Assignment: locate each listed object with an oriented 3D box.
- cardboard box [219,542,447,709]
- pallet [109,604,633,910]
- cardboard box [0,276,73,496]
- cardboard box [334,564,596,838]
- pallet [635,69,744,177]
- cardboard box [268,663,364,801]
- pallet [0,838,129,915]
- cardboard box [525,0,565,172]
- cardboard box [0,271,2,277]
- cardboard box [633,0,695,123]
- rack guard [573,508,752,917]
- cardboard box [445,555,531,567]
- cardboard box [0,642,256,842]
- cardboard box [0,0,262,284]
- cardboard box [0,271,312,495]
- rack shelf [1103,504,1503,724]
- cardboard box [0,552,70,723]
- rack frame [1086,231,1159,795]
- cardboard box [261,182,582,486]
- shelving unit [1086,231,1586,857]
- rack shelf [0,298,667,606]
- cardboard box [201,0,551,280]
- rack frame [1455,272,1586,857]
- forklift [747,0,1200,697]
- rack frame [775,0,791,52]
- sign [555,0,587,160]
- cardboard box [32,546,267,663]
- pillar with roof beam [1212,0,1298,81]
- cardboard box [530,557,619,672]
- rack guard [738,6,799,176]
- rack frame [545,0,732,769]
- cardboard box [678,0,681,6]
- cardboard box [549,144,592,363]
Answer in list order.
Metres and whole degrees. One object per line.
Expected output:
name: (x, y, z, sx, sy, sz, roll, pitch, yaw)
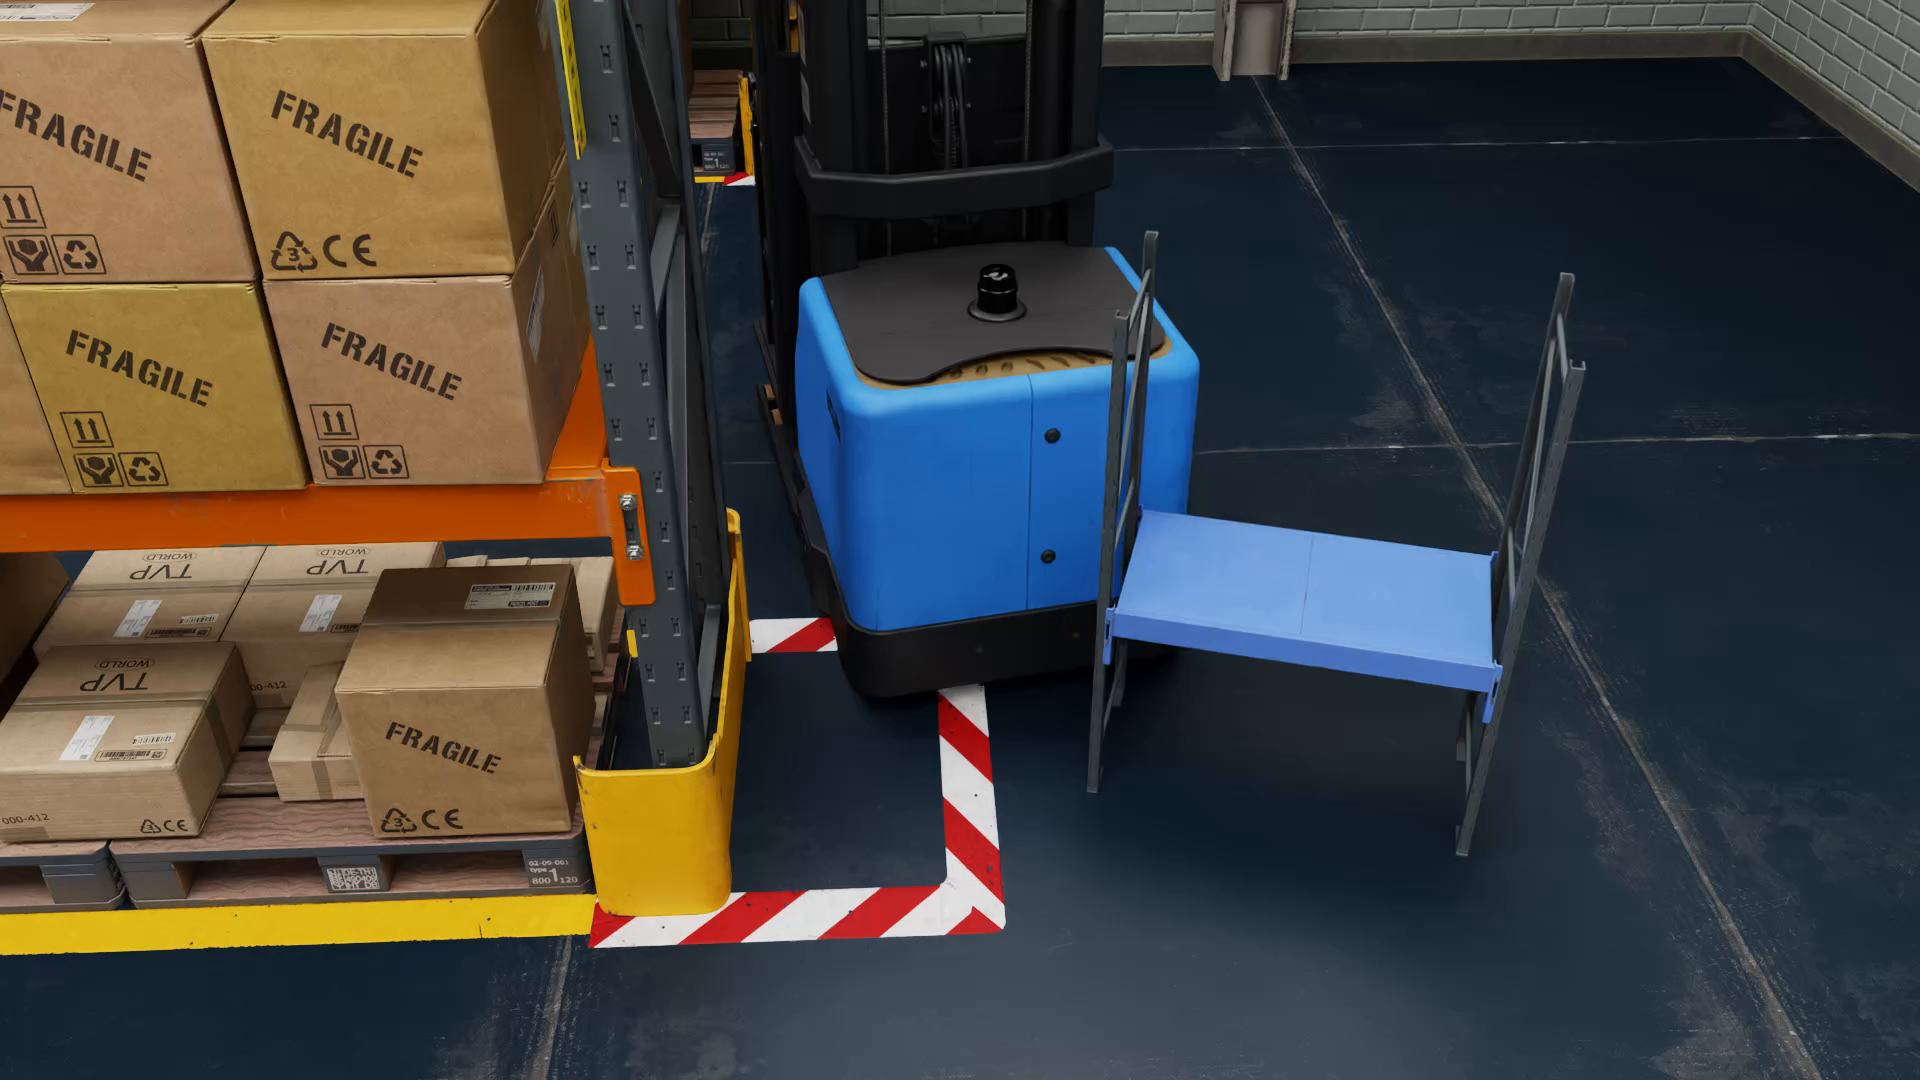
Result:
cardboard box: (-1.785, 0.228, 4.815, 0.500, 0.250, 0.500, -2, 35, -2)
pallet: (-1.601, 0.582, 4.724, 1.213, 0.211, 1.003, -2, 35, -2)
cardboard box: (-2.180, -0.437, 3.657, 0.500, 0.500, 0.500, -1, 35, -2)
cardboard box: (-1.260, 0.413, 4.328, 0.500, 0.500, 0.500, -2, 35, -2)
pallet: (-1.762, -2.192, 8.732, 1.213, 0.211, 1.003, -2, 35, -2)
cardboard box: (-1.669, 0.510, 4.481, 0.250, 0.166, 0.380, -2, 35, -2)
pallet: (-2.817, 0.613, 4.679, 1.213, 0.211, 1.003, -2, 35, -2)
cardboard box: (-1.185, -1.179, 3.851, 0.500, 0.500, 0.500, -1, 35, -1)
cardboard box: (-2.183, -0.842, 3.364, 0.500, 0.500, 0.500, -1, 35, -1)
cardboard box: (-1.662, -2.474, 8.516, 0.500, 0.500, 0.700, -2, 35, -2)
rack guard: (-0.805, 0.441, 4.673, 0.348, 0.500, 1.175, -2, 35, -2)
cardboard box: (-1.413, 0.218, 4.902, 0.250, 0.166, 0.380, -2, 35, -2)
cardboard box: (-2.211, 0.524, 4.386, 0.500, 0.250, 0.500, -2, 35, -2)
cardboard box: (-1.665, -0.859, 3.388, 0.500, 0.500, 0.500, -1, 35, -1)
cardboard box: (-1.681, -0.447, 3.672, 0.500, 0.500, 0.500, -1, 35, -2)
rack shelf: (0.927, 0.182, 4.485, 1.000, 0.185, 0.538, 8, 35, 11)
cardboard box: (-2.848, 0.311, 4.472, 0.637, 0.503, 0.797, -2, 35, -2)
rack frame: (0.433, -0.036, 4.484, 0.032, 1.500, 0.500, 8, 35, 11)
cardboard box: (-1.163, -0.463, 3.695, 0.500, 0.500, 0.500, -1, 35, -1)
shelving unit: (0.927, 0.034, 4.383, 1.048, 1.500, 0.538, 8, 35, 11)
rack shelf: (-2.727, -0.239, 4.092, 4.000, 0.370, 1.077, -2, 35, -2)
cardboard box: (-1.161, -0.873, 3.409, 0.500, 0.500, 0.500, -2, 35, -3)
rack frame: (1.420, 0.104, 4.282, 0.032, 1.500, 0.500, 8, 35, 11)
forklift: (-0.155, -1.572, 5.446, 1.130, 2.935, 3.031, -8, 35, -11)
rack frame: (-0.967, -3.405, 8.034, 0.127, 3.000, 1.000, -2, 35, -2)
sign: (-0.723, -0.879, 3.089, 0.005, 0.325, 0.100, -2, 35, -2)
cardboard box: (-2.284, 0.241, 4.795, 0.500, 0.250, 0.500, -2, 35, -2)
pillar with roof beam: (1.893, -3.989, 3.606, 0.400, 9.000, 9.100, -2, 35, -2)
cardboard box: (-1.163, 0.219, 4.917, 0.250, 0.149, 0.380, -2, 35, -2)
rack guard: (-0.943, -2.377, 8.746, 0.348, 0.500, 1.175, -2, 35, -2)
rack frame: (-0.729, -0.589, 3.965, 0.127, 3.000, 1.000, -2, 35, -2)
cardboard box: (-1.546, -2.857, 8.501, 0.250, 0.149, 0.380, -1, 35, -2)
cardboard box: (-1.185, -0.768, 4.136, 0.500, 0.500, 0.500, -1, 35, -1)
